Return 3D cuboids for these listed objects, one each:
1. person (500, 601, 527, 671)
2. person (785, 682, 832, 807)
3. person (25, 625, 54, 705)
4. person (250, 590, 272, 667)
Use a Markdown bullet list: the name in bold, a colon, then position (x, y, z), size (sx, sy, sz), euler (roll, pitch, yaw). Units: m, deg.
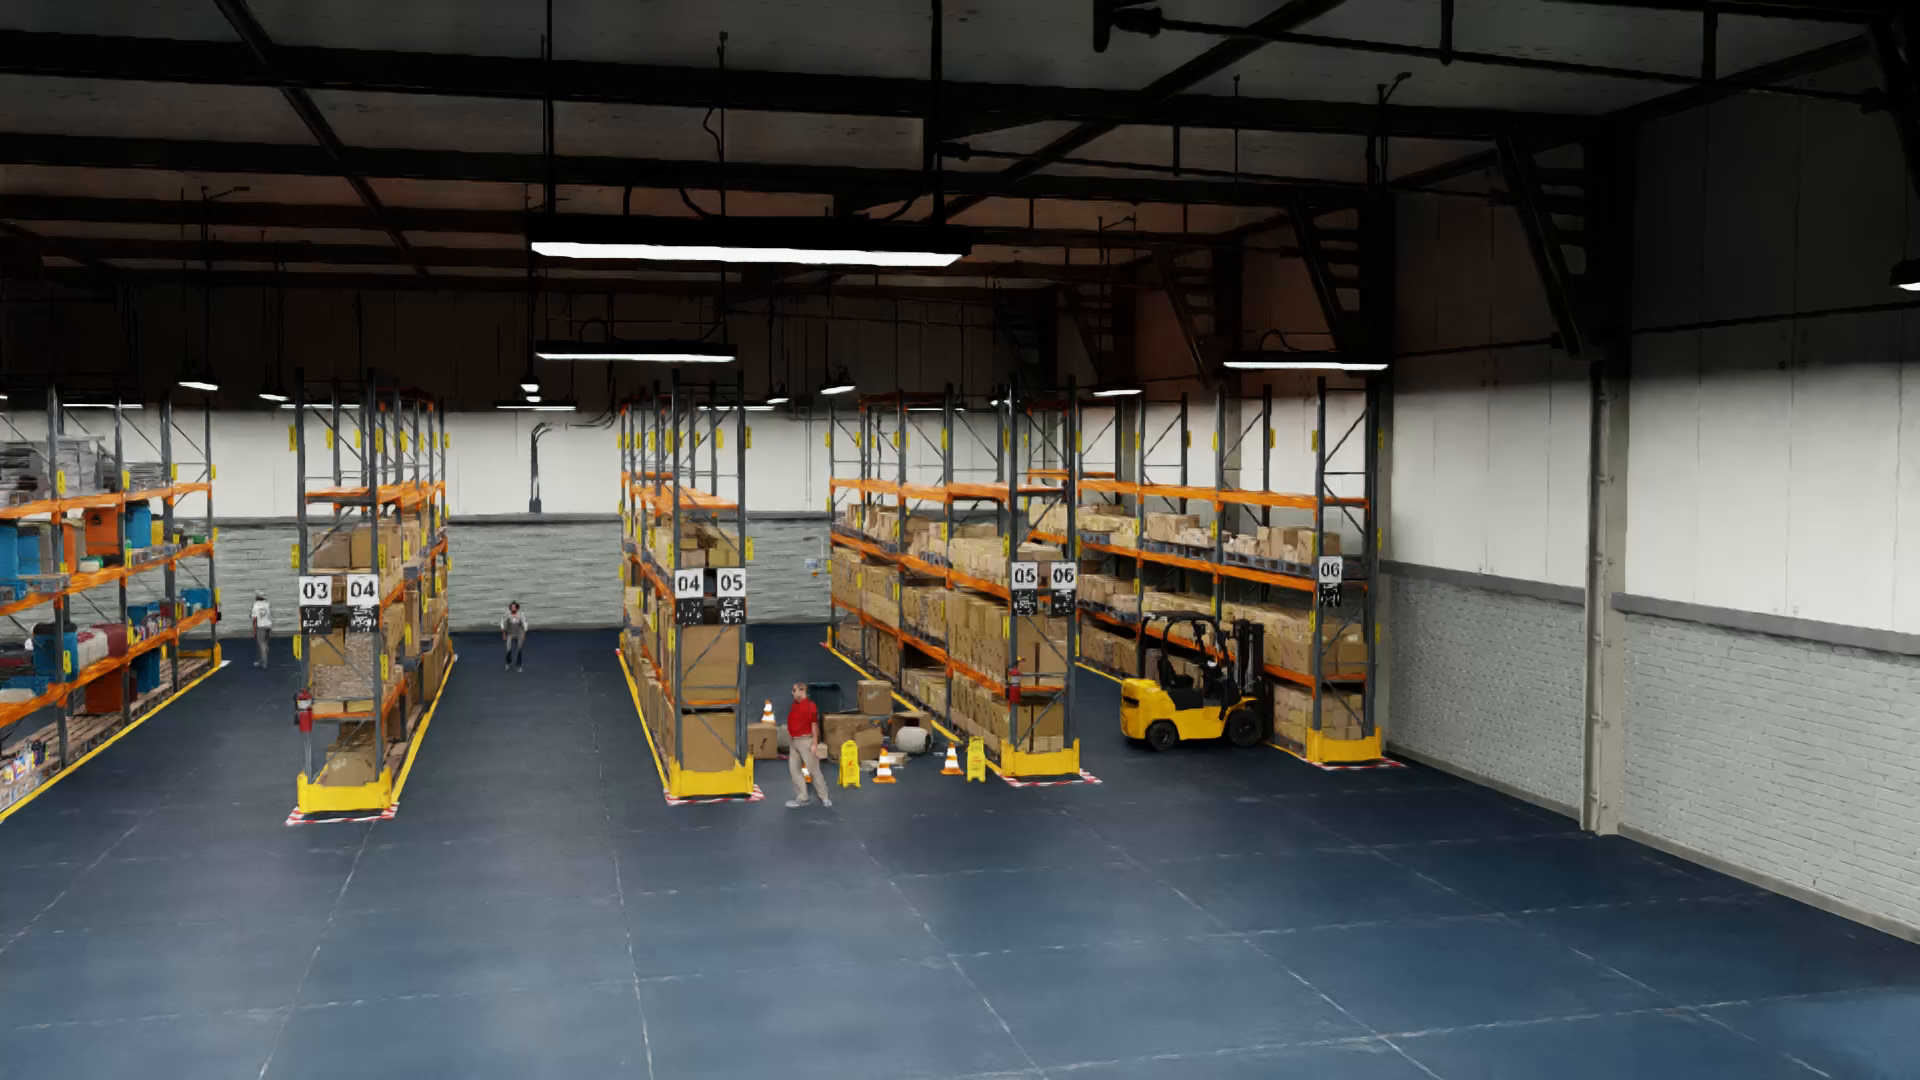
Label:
- **person**: position (-9.698, 2.082, 36.150), size (0.566, 1.541, 0.519), euler (-1, 4, -17)
- **person**: position (-2.086, 2.790, 22.794), size (0.552, 1.716, 0.651), euler (-3, 5, -41)
- **person**: position (-17.139, 2.354, 30.932), size (0.481, 1.578, 1.093), euler (-1, 4, -16)
- **person**: position (-15.512, 1.960, 36.836), size (0.464, 1.676, 0.498), euler (1, 4, 17)
